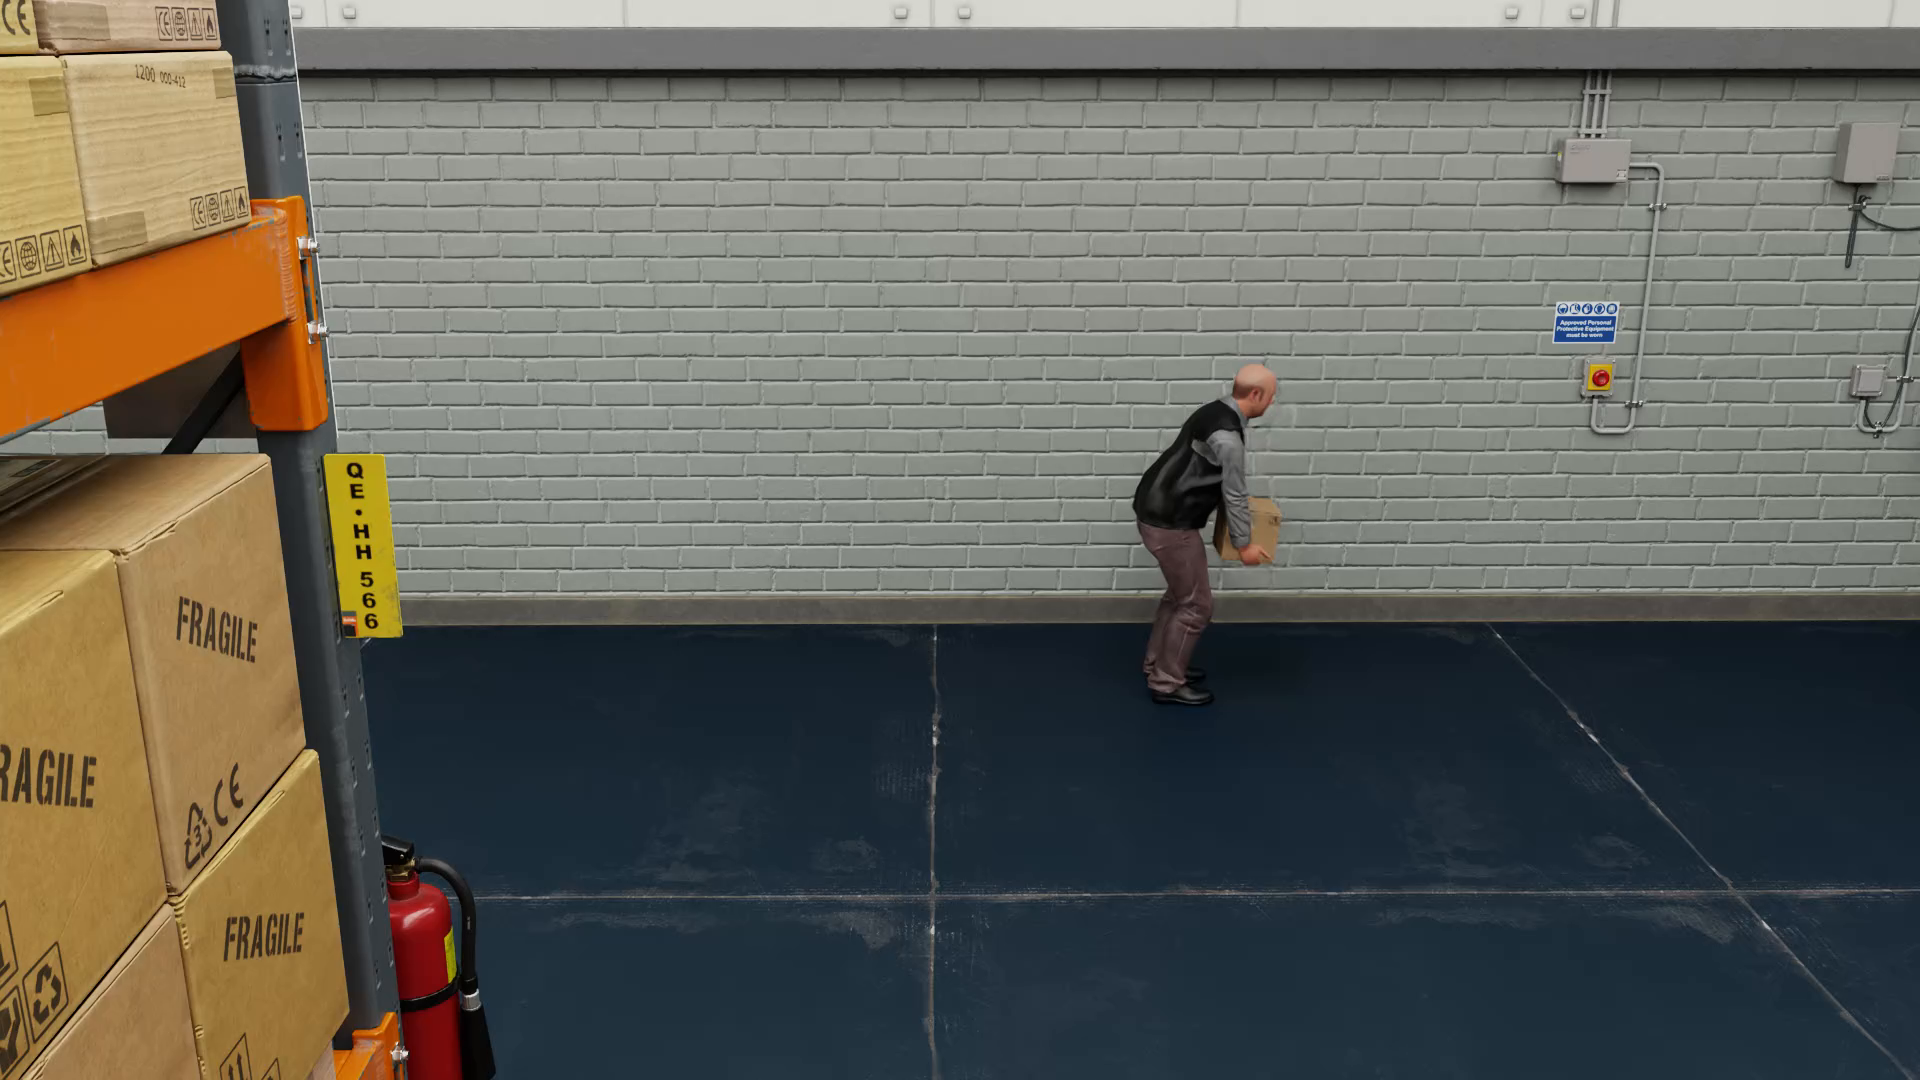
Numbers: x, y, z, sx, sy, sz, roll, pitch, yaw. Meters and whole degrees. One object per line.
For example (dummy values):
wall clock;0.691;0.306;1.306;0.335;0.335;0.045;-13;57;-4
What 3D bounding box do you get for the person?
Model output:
person;1.145;-0.037;7.900;0.644;1.616;0.473;-1;17;-2
